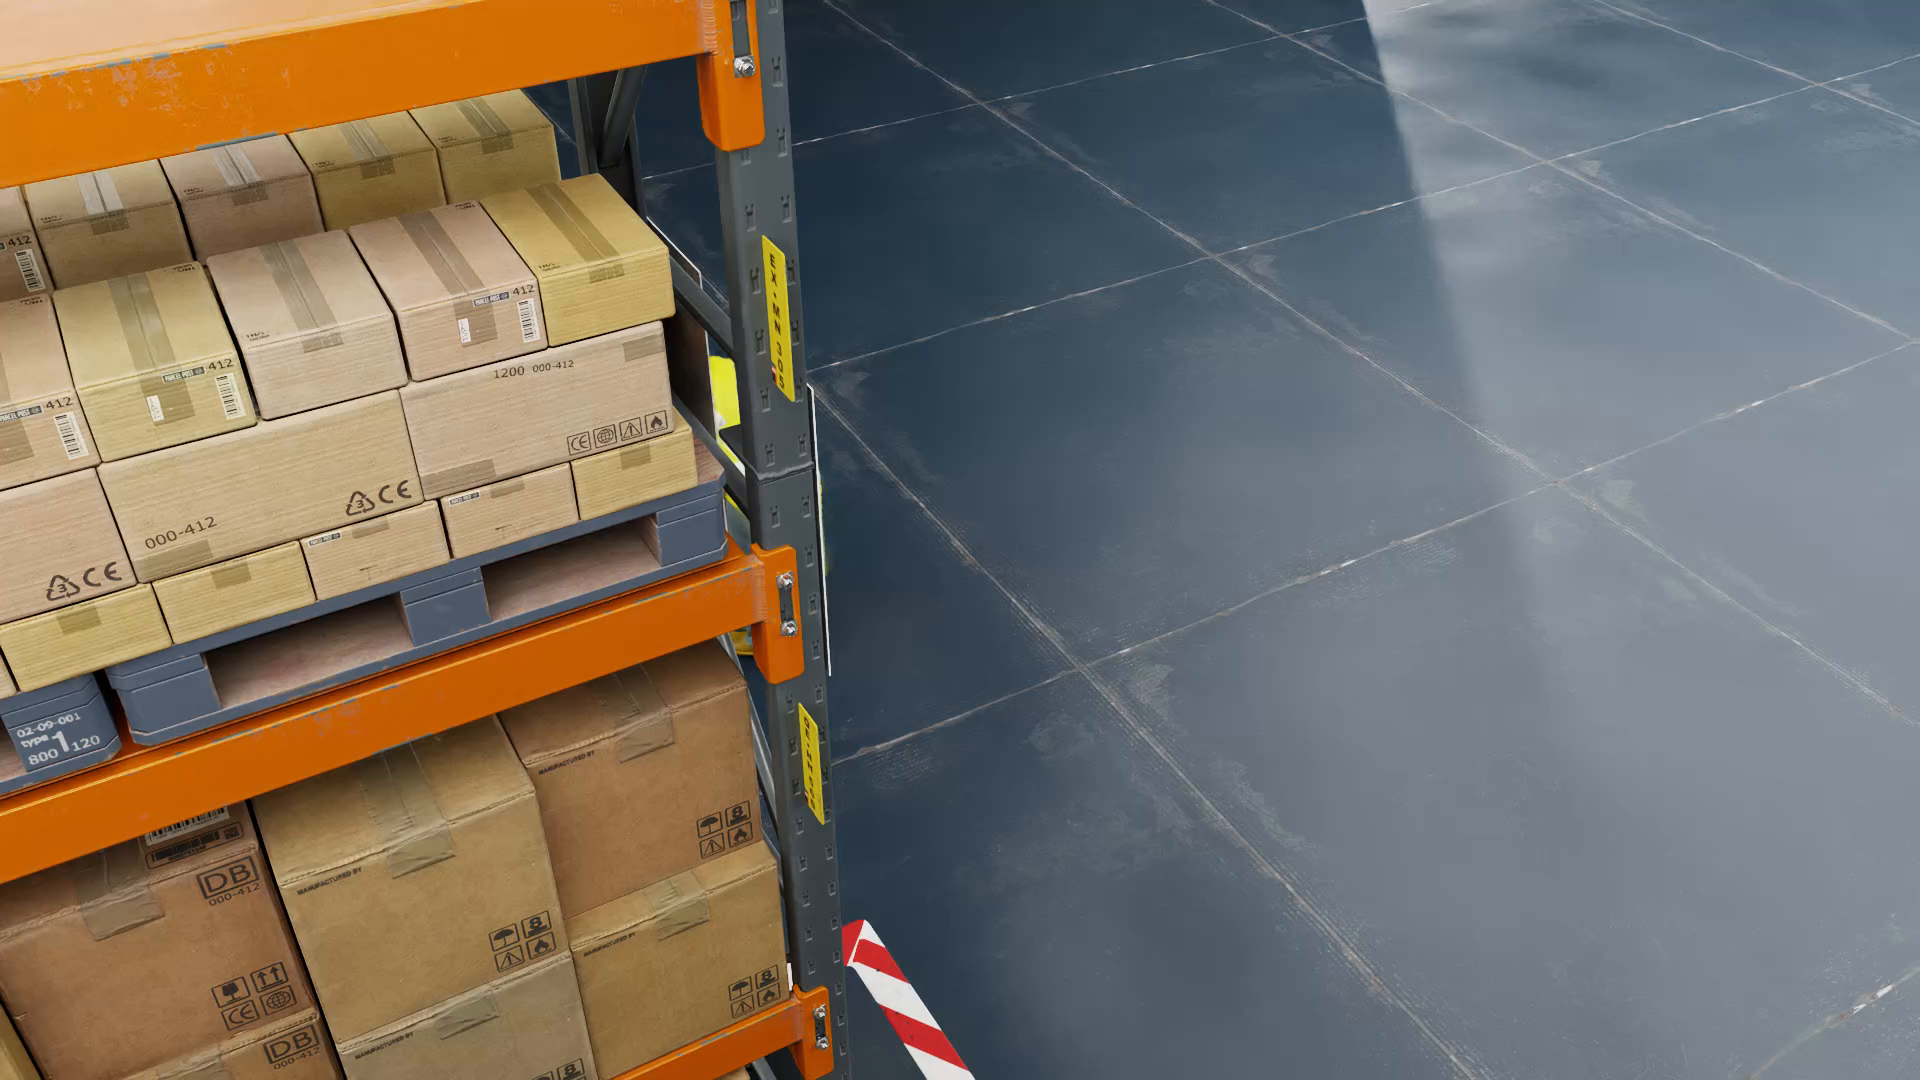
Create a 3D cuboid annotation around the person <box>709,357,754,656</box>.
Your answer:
[{"bbox_3d":[-1.028,-0.232,7.352,0.749,1.608,0.480,18,40,23],"label":"person"}]
